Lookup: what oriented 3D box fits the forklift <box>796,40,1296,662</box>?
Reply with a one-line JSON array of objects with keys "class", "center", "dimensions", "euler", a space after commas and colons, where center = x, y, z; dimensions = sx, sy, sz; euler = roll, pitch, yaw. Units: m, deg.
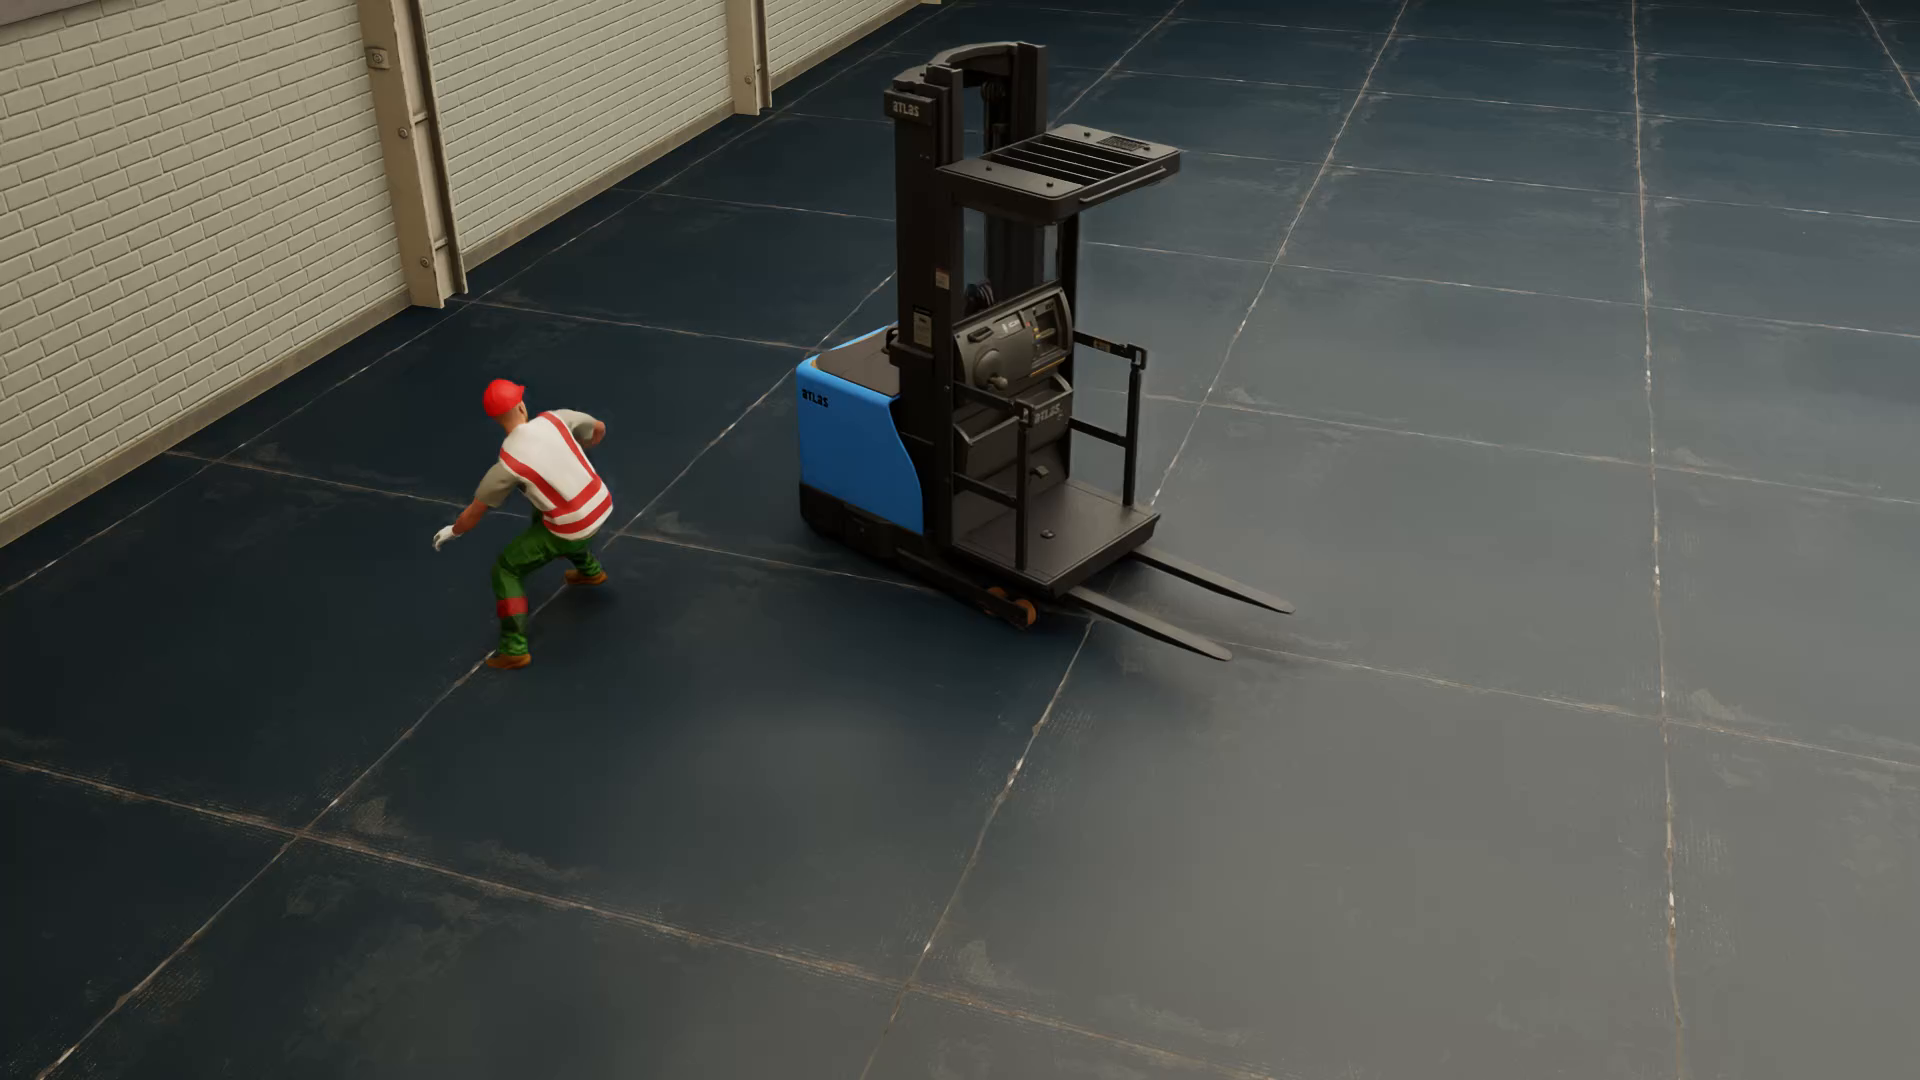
[{"class": "forklift", "center": [0.459, -1.074, 9.021], "dimensions": [3.031, 2.935, 1.130], "euler": [23, 37, 35]}]

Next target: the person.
[{"class": "person", "center": [-2.304, -0.142, 8.879], "dimensions": [0.777, 1.540, 0.898], "euler": [16, 33, 25]}]
